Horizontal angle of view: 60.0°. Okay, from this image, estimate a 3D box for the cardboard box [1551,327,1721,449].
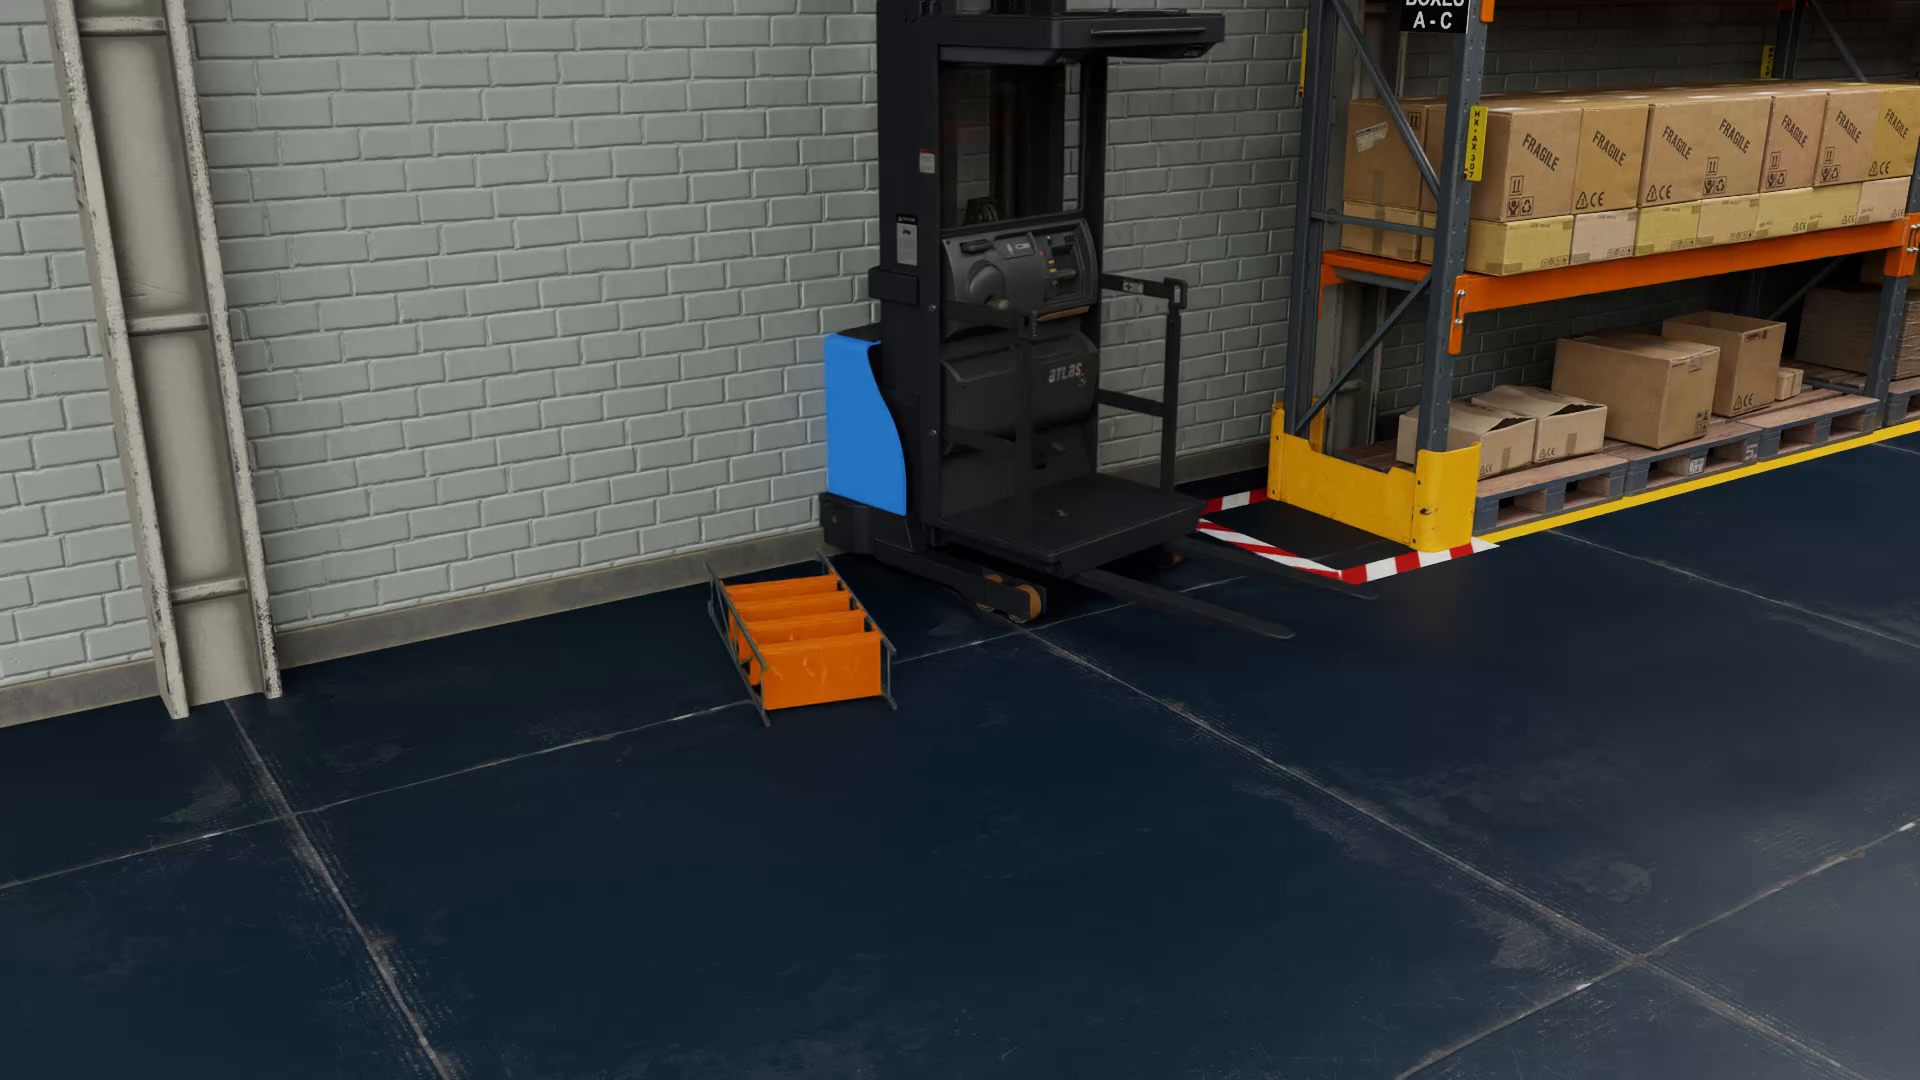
[{"bbox_3d":[3.770,-0.863,9.330,0.500,0.500,0.700,-14,23,-35],"label":"cardboard box"}]

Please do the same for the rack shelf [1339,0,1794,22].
[{"bbox_3d":[3.696,-2.957,8.748,4.000,0.370,1.077,-12,22,-31],"label":"rack shelf"}]

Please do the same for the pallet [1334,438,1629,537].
[{"bbox_3d":[2.787,-0.351,8.952,1.213,0.211,1.003,-12,22,-31],"label":"pallet"}]

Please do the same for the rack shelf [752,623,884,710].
[{"bbox_3d":[-0.540,0.486,6.347,0.480,0.258,0.148,-6,20,-17],"label":"rack shelf"}]

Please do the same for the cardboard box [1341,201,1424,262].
[{"bbox_3d":[2.310,-1.597,8.489,0.500,0.250,0.500,-12,22,-31],"label":"cardboard box"}]

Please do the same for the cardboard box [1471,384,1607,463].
[{"bbox_3d":[3.129,-0.657,9.017,0.500,0.311,0.500,-10,21,-27],"label":"cardboard box"}]

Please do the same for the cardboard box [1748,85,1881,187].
[{"bbox_3d":[4.728,-2.267,9.300,0.500,0.500,0.500,-12,22,-32],"label":"cardboard box"}]

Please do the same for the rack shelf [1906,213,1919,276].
[{"bbox_3d":[7.037,-2.241,11.312,4.000,0.370,1.077,-12,22,-31],"label":"rack shelf"}]

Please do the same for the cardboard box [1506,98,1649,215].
[{"bbox_3d":[3.008,-1.906,8.232,0.500,0.500,0.500,-12,22,-31],"label":"cardboard box"}]

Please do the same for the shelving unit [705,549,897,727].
[{"bbox_3d":[-0.664,0.363,6.699,0.503,0.258,1.200,-6,20,-17],"label":"shelving unit"}]

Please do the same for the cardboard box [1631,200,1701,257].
[{"bbox_3d":[3.463,-1.647,8.637,0.500,0.250,0.500,-12,22,-32],"label":"cardboard box"}]

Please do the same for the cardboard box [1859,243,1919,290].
[{"bbox_3d":[6.338,-1.821,10.994,0.500,0.250,0.500,-12,22,-33],"label":"cardboard box"}]

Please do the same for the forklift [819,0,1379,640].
[{"bbox_3d":[0.428,-1.215,7.261,1.130,2.935,3.031,-18,26,-42],"label":"forklift"}]

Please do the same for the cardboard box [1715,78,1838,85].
[{"bbox_3d":[4.859,-2.496,9.976,0.500,0.500,0.500,-13,22,-33],"label":"cardboard box"}]

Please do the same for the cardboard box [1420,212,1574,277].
[{"bbox_3d":[2.608,-1.464,8.095,0.500,0.250,0.500,-13,22,-33],"label":"cardboard box"}]

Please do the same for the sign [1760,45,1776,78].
[{"bbox_3d":[5.058,-2.925,10.407,0.005,0.325,0.100,-12,22,-31],"label":"sign"}]

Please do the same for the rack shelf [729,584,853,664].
[{"bbox_3d":[-0.685,0.342,6.759,0.480,0.258,0.148,-6,20,-17],"label":"rack shelf"}]

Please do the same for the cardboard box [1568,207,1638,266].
[{"bbox_3d":[3.034,-1.559,8.377,0.500,0.250,0.500,-13,22,-33],"label":"cardboard box"}]

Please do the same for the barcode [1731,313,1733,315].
[{"bbox_3d":[4.784,-1.374,10.342,0.075,0.075,0.001,-12,22,-31],"label":"barcode"}]

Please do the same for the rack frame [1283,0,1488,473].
[{"bbox_3d":[2.026,-1.525,8.071,0.127,3.000,1.000,-12,22,-31],"label":"rack frame"}]

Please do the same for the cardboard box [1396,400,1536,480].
[{"bbox_3d":[2.653,-0.557,8.720,0.500,0.311,0.500,-15,24,-37],"label":"cardboard box"}]

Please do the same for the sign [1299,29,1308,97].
[{"bbox_3d":[1.737,-2.375,8.284,0.005,0.325,0.100,-12,22,-31],"label":"sign"}]

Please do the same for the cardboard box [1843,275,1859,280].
[{"bbox_3d":[6.376,-1.492,11.190,0.500,0.500,0.700,-12,22,-32],"label":"cardboard box"}]

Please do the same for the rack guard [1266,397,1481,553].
[{"bbox_3d":[2.089,-0.354,8.511,0.348,0.500,1.175,-12,22,-31],"label":"rack guard"}]

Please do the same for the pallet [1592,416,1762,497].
[{"bbox_3d":[3.805,-0.564,9.584,1.213,0.211,1.003,-12,22,-31],"label":"pallet"}]

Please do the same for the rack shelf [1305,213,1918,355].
[{"bbox_3d":[3.696,-1.536,9.228,4.000,0.370,1.077,-12,22,-31],"label":"rack shelf"}]

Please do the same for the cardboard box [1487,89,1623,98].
[{"bbox_3d":[3.158,-2.136,8.913,0.500,0.500,0.500,-13,22,-33],"label":"cardboard box"}]

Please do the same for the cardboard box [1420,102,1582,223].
[{"bbox_3d":[2.590,-1.822,7.983,0.500,0.500,0.500,-12,22,-31],"label":"cardboard box"}]

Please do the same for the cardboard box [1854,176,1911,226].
[{"bbox_3d":[5.138,-2.003,9.689,0.500,0.250,0.500,-12,22,-31],"label":"cardboard box"}]

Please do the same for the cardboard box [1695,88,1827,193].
[{"bbox_3d":[4.302,-2.182,9.046,0.500,0.500,0.500,-13,22,-33],"label":"cardboard box"}]

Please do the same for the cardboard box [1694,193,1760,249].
[{"bbox_3d":[3.886,-1.736,8.899,0.500,0.250,0.500,-12,22,-31],"label":"cardboard box"}]

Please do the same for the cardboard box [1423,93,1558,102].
[{"bbox_3d":[2.728,-2.044,8.640,0.500,0.500,0.500,-12,22,-31],"label":"cardboard box"}]

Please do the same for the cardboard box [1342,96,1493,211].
[{"bbox_3d":[2.303,-1.958,8.385,0.500,0.500,0.500,-12,22,-32],"label":"cardboard box"}]

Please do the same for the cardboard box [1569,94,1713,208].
[{"bbox_3d":[3.443,-1.996,8.496,0.500,0.500,0.500,-13,22,-33],"label":"cardboard box"}]

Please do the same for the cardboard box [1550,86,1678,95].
[{"bbox_3d":[3.578,-2.225,9.175,0.500,0.500,0.500,-12,22,-31],"label":"cardboard box"}]

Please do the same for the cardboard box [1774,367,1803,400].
[{"bbox_3d":[4.936,-0.993,10.236,0.250,0.166,0.380,-16,24,-38],"label":"cardboard box"}]

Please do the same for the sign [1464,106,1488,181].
[{"bbox_3d":[2.324,-1.790,7.503,0.005,0.325,0.100,-12,22,-31],"label":"sign"}]

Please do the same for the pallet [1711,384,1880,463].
[{"bbox_3d":[4.825,-0.780,10.224,1.213,0.211,1.003,-12,22,-31],"label":"pallet"}]

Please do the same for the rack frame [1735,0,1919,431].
[{"bbox_3d":[5.367,-2.229,10.155,0.127,3.000,1.000,-12,22,-31],"label":"rack frame"}]

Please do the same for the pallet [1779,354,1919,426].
[{"bbox_3d":[6.016,-1.046,11.008,1.213,0.211,1.003,-12,22,-31],"label":"pallet"}]

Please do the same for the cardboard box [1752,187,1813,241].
[{"bbox_3d":[4.305,-1.825,9.162,0.500,0.250,0.500,-12,22,-32],"label":"cardboard box"}]

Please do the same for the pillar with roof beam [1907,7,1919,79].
[{"bbox_3d":[9.513,-4.627,7.879,0.400,9.000,9.100,-12,22,-31],"label":"pillar with roof beam"}]

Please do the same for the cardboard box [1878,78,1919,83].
[{"bbox_3d":[6.281,-2.662,10.592,0.500,0.500,0.700,-9,21,-26],"label":"cardboard box"}]

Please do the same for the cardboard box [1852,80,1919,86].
[{"bbox_3d":[5.810,-2.565,10.307,0.500,0.500,0.700,-12,22,-31],"label":"cardboard box"}]

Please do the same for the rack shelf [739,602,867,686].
[{"bbox_3d":[-0.615,0.412,6.559,0.480,0.258,0.148,-6,20,-17],"label":"rack shelf"}]

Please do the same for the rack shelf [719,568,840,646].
[{"bbox_3d":[-0.747,0.281,6.937,0.480,0.258,0.148,-6,20,-17],"label":"rack shelf"}]

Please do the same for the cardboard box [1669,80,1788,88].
[{"bbox_3d":[4.425,-2.406,9.709,0.500,0.500,0.500,-12,22,-32],"label":"cardboard box"}]

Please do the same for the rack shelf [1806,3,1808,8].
[{"bbox_3d":[7.037,-3.662,10.832,4.000,0.370,1.077,-12,22,-31],"label":"rack shelf"}]

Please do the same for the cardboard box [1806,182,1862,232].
[{"bbox_3d":[4.717,-1.918,9.436,0.500,0.250,0.500,-12,22,-31],"label":"cardboard box"}]

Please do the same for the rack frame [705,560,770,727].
[{"bbox_3d":[-0.895,0.388,6.626,0.015,0.240,1.200,-6,20,-17],"label":"rack frame"}]

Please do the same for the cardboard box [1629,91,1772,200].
[{"bbox_3d":[3.868,-2.090,8.775,0.500,0.500,0.500,-11,22,-30],"label":"cardboard box"}]

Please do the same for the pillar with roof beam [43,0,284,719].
[{"bbox_3d":[-0.509,-2.513,1.627,0.400,9.000,9.100,-12,22,-31],"label":"pillar with roof beam"}]

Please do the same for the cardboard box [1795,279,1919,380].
[{"bbox_3d":[5.972,-1.388,10.881,0.500,0.500,0.700,-11,22,-30],"label":"cardboard box"}]

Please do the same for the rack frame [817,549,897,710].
[{"bbox_3d":[-0.432,0.339,6.772,0.015,0.240,1.200,-6,20,-17],"label":"rack frame"}]

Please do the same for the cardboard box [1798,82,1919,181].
[{"bbox_3d":[5.142,-2.357,9.565,0.500,0.500,0.500,-12,22,-32],"label":"cardboard box"}]

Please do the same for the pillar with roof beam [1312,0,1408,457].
[{"bbox_3d":[4.502,-3.570,4.753,0.400,9.000,9.100,-12,22,-31],"label":"pillar with roof beam"}]

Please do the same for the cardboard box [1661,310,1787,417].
[{"bbox_3d":[4.522,-1.060,9.912,0.500,0.500,0.500,-14,23,-35],"label":"cardboard box"}]

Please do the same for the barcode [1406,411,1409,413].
[{"bbox_3d":[2.448,-0.672,9.045,0.075,0.075,0.001,-12,22,-31],"label":"barcode"}]

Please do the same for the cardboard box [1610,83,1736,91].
[{"bbox_3d":[4.006,-2.319,9.454,0.500,0.500,0.500,-11,22,-30],"label":"cardboard box"}]

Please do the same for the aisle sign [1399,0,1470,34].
[{"bbox_3d":[2.131,-2.663,7.380,0.004,0.787,0.394,-12,22,-31],"label":"aisle sign"}]
